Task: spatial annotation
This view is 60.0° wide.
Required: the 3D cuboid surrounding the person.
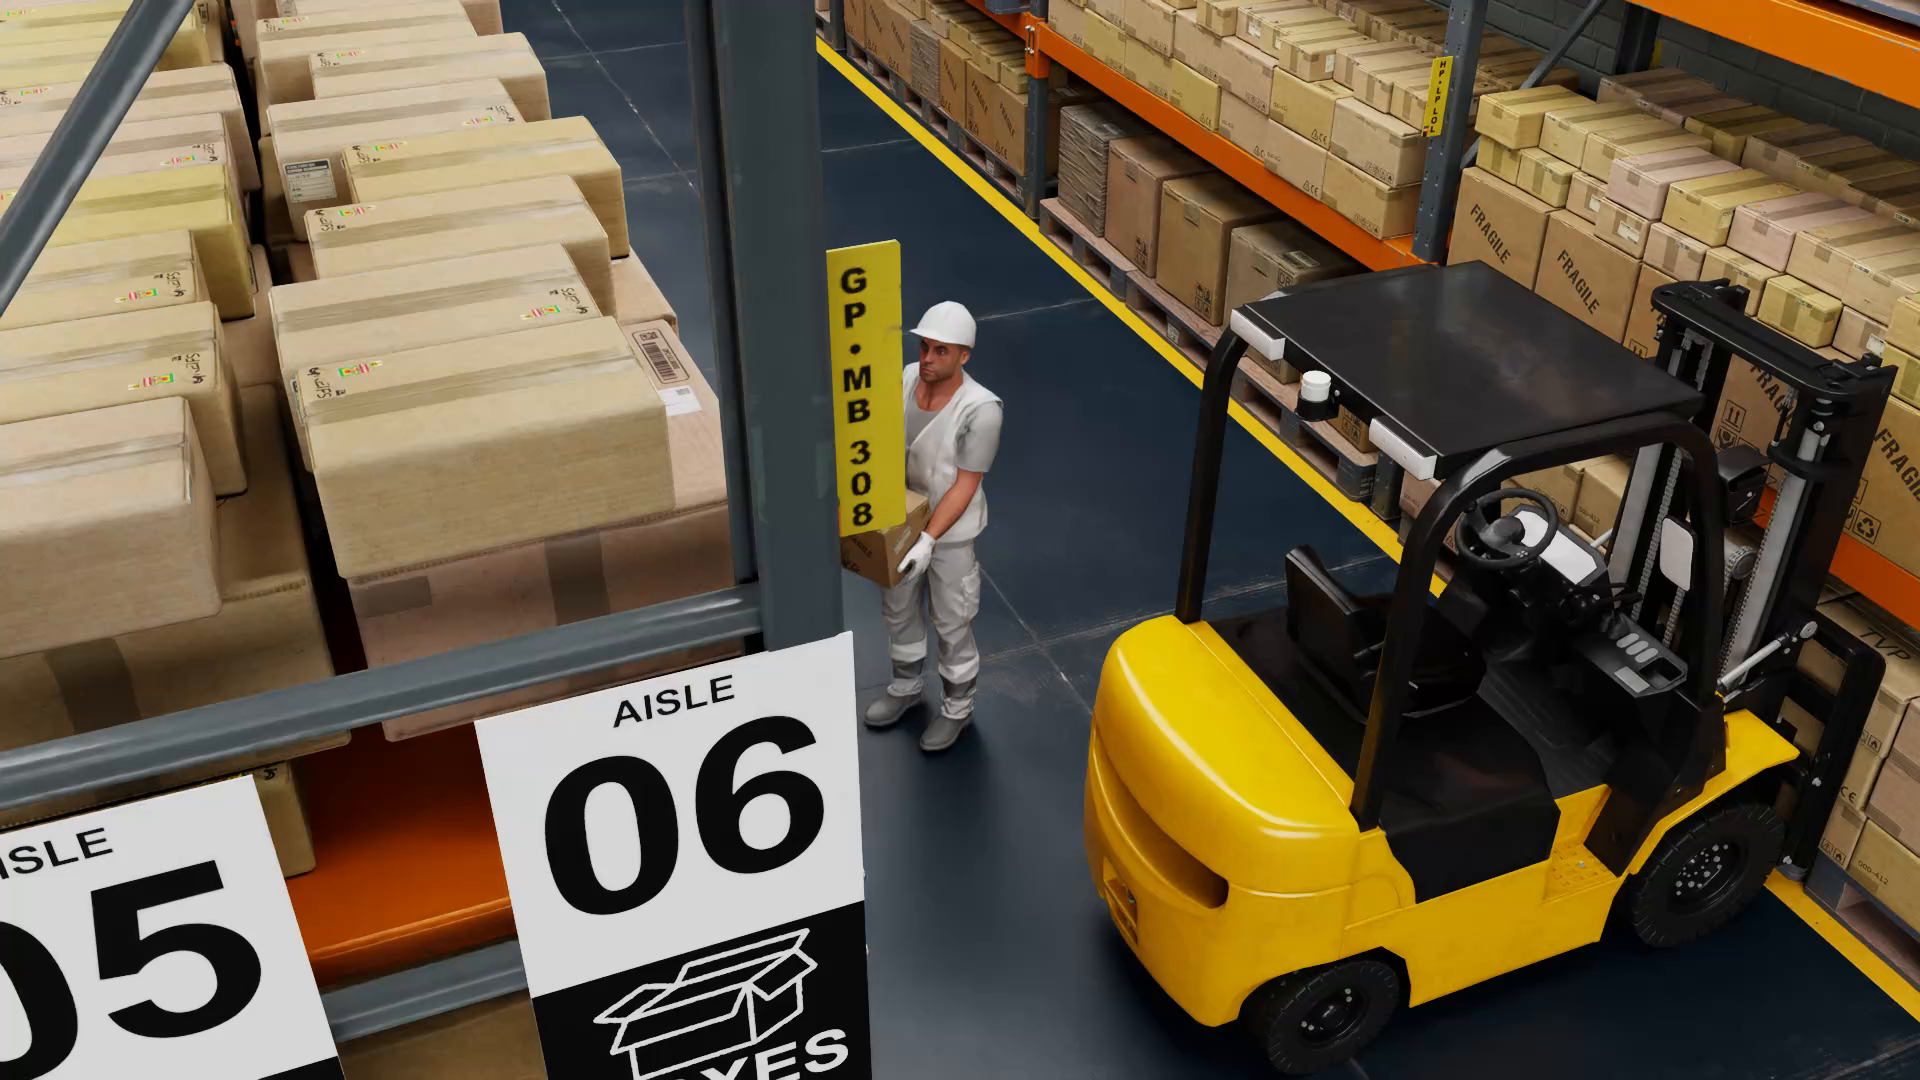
[{"bbox_3d":[-0.152,0.002,6.113,0.506,1.792,0.562,23,40,31],"label":"person"}]
